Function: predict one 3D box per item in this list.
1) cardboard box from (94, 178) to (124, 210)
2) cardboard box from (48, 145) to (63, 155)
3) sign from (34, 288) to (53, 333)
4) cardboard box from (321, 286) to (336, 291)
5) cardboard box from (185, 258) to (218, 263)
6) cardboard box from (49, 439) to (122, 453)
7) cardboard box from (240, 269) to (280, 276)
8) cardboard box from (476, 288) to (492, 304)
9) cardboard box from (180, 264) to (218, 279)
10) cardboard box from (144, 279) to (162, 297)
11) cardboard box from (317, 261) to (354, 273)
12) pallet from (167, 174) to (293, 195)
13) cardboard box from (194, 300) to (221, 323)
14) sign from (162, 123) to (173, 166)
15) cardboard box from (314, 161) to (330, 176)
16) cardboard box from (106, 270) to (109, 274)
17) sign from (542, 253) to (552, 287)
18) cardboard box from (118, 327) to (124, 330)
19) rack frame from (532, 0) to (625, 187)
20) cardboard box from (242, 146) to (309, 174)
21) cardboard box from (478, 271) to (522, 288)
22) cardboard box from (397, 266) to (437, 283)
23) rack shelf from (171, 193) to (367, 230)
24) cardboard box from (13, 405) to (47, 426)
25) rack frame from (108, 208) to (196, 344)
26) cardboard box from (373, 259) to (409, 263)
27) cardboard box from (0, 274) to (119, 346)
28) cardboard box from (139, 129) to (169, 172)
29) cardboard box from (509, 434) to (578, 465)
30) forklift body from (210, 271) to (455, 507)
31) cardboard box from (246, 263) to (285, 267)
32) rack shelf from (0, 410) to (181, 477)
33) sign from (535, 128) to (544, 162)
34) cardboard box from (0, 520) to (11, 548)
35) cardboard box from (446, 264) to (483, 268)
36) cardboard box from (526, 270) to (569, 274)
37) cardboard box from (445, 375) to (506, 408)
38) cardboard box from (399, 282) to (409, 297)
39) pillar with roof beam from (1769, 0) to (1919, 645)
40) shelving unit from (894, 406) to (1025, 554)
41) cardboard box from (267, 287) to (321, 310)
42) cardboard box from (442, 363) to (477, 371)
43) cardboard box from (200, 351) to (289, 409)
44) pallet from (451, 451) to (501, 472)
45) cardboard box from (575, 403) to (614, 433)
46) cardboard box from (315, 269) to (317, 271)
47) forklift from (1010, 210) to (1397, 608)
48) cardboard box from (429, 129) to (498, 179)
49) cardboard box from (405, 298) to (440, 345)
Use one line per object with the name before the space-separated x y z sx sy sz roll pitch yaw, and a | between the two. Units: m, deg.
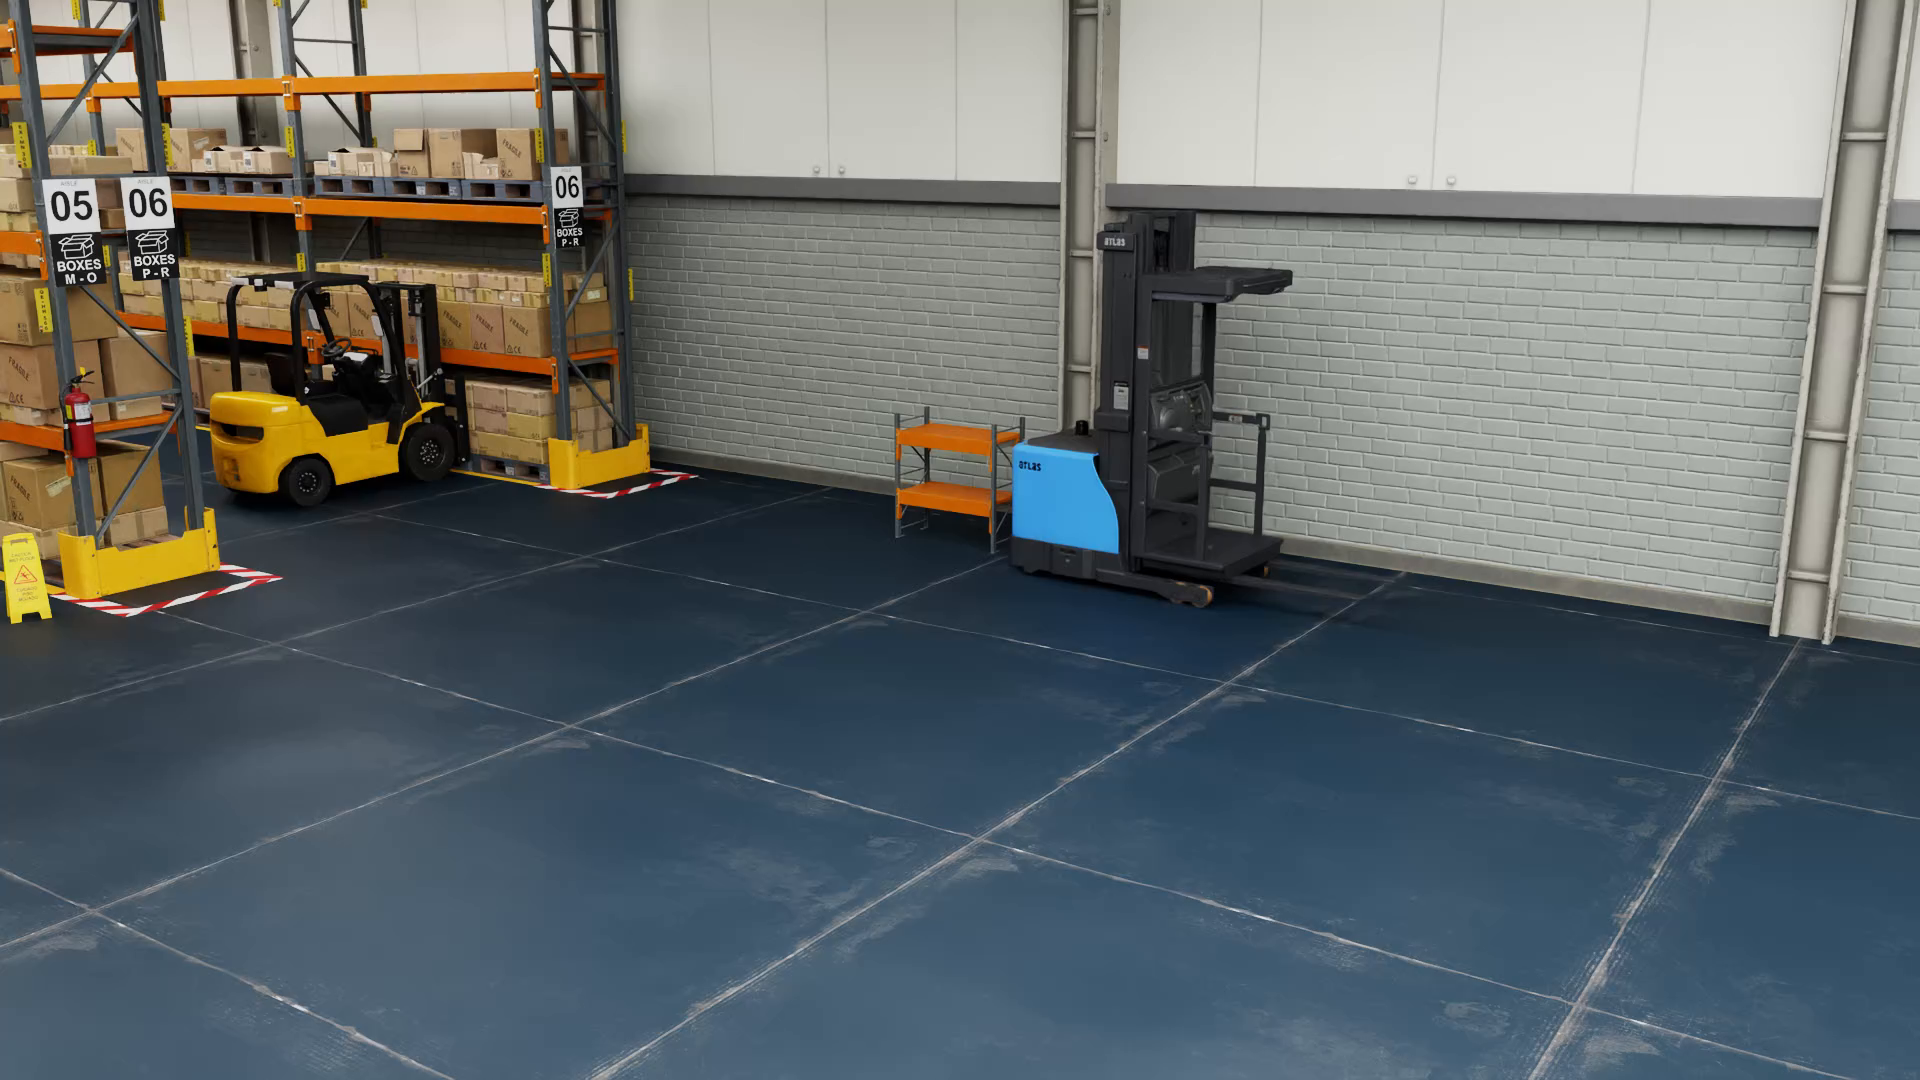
cardboard box | -6.814 -2.763 13.194 0.500 0.250 0.500 9 16 32
cardboard box | -11.733 -5.027 21.510 0.250 0.149 0.380 9 16 32
sign | -6.871 -1.723 12.472 0.005 0.325 0.100 9 17 33
cardboard box | -6.979 -2.910 18.778 0.250 0.149 0.380 9 16 32
cardboard box | -9.573 -3.479 21.075 0.250 0.149 0.380 9 17 33
cardboard box | -7.516 -0.584 14.227 0.500 0.500 0.500 8 16 31
cardboard box | -8.195 -3.090 19.505 0.250 0.149 0.380 9 16 31
cardboard box | -4.831 -2.570 17.405 0.250 0.149 0.380 9 17 32
cardboard box | -9.239 -3.269 20.229 0.250 0.149 0.380 10 17 34
cardboard box | -9.769 -3.172 20.668 0.500 0.250 0.500 10 17 35
cardboard box | -6.998 -3.048 18.715 0.250 0.149 0.380 10 17 34
pallet | -8.874 -4.320 20.183 1.213 0.211 1.003 10 17 35
cardboard box | -8.909 -2.791 20.168 0.500 0.250 0.500 10 17 35
sign | -6.242 -3.104 13.057 0.005 0.325 0.100 9 17 33
cardboard box | -6.894 -4.107 18.372 0.250 0.149 0.380 10 17 34
cardboard box | -11.472 -3.386 21.698 0.500 0.250 0.500 8 16 30
sign | -4.092 -2.676 16.488 0.005 0.325 0.100 9 17 33
cardboard box | -7.215 -1.496 13.796 0.500 0.500 0.500 10 17 35
rack frame | -3.778 -5.017 16.365 0.127 3.000 1.000 9 17 33
cardboard box | -7.834 -4.355 19.036 0.500 0.311 0.500 9 16 31
cardboard box | -4.812 -2.724 17.407 0.250 0.149 0.380 9 17 33
cardboard box | -5.885 -2.891 18.081 0.250 0.149 0.380 9 17 33
rack shelf | -8.757 -4.017 20.062 4.000 0.370 1.077 9 17 33
cardboard box | -7.247 -1.013 13.194 0.250 0.149 0.380 9 16 32
rack frame | -10.416 -3.178 21.419 0.127 3.000 1.000 9 17 33
cardboard box | -6.478 -3.125 19.028 0.250 0.149 0.380 9 16 31
cardboard box | -7.091 -1.818 13.018 0.500 0.500 0.700 9 16 31
cardboard box | -9.477 -4.742 20.203 0.500 0.500 0.700 9 16 32
cardboard box | -4.344 -0.974 17.365 0.500 0.250 0.500 9 17 33
forklift body | -6.370 -1.584 16.745 1.214 2.155 2.313 9 17 33
cardboard box | -8.508 -3.309 20.389 0.250 0.149 0.380 9 17 33
rack shelf | -8.205 -1.034 14.255 4.000 0.370 1.077 9 17 33
sign | -4.092 -3.846 16.199 0.005 0.325 0.100 9 17 33
cardboard box | -7.791 -0.110 13.874 0.500 0.250 0.500 9 17 33
cardboard box | -5.426 -2.949 18.315 0.250 0.149 0.380 10 17 34
cardboard box | -4.363 -2.775 17.614 0.250 0.149 0.380 10 17 34
cardboard box | -5.185 -1.592 17.781 0.500 0.250 0.500 9 17 34
cardboard box | -5.933 -2.733 18.061 0.250 0.149 0.380 9 16 31
pillar with roof beam | 3.702 -2.823 7.499 0.400 9.000 9.100 9 17 33
shelving unit | -0.006 -0.547 14.692 1.048 1.125 0.538 9 17 33
cardboard box | -7.647 -2.826 19.271 0.500 0.250 0.500 9 16 32
cardboard box | -5.740 -1.833 18.754 0.500 0.250 0.500 9 17 33
cardboard box | -8.801 -1.967 20.593 0.625 0.625 0.875 8 16 31
pallet | -5.444 -1.010 18.463 1.213 0.211 1.003 9 17 33
cardboard box | -4.052 -1.322 17.727 0.500 0.250 0.500 10 17 34
cardboard box | -7.462 -3.141 19.713 0.250 0.149 0.380 9 16 31
forklift | 1.907 -1.048 12.959 3.031 2.935 1.130 10 17 35
cardboard box | -5.075 -4.030 17.329 0.500 0.500 0.700 9 17 33
cardboard box | -5.607 -2.373 17.958 0.500 0.500 0.500 9 17 33
